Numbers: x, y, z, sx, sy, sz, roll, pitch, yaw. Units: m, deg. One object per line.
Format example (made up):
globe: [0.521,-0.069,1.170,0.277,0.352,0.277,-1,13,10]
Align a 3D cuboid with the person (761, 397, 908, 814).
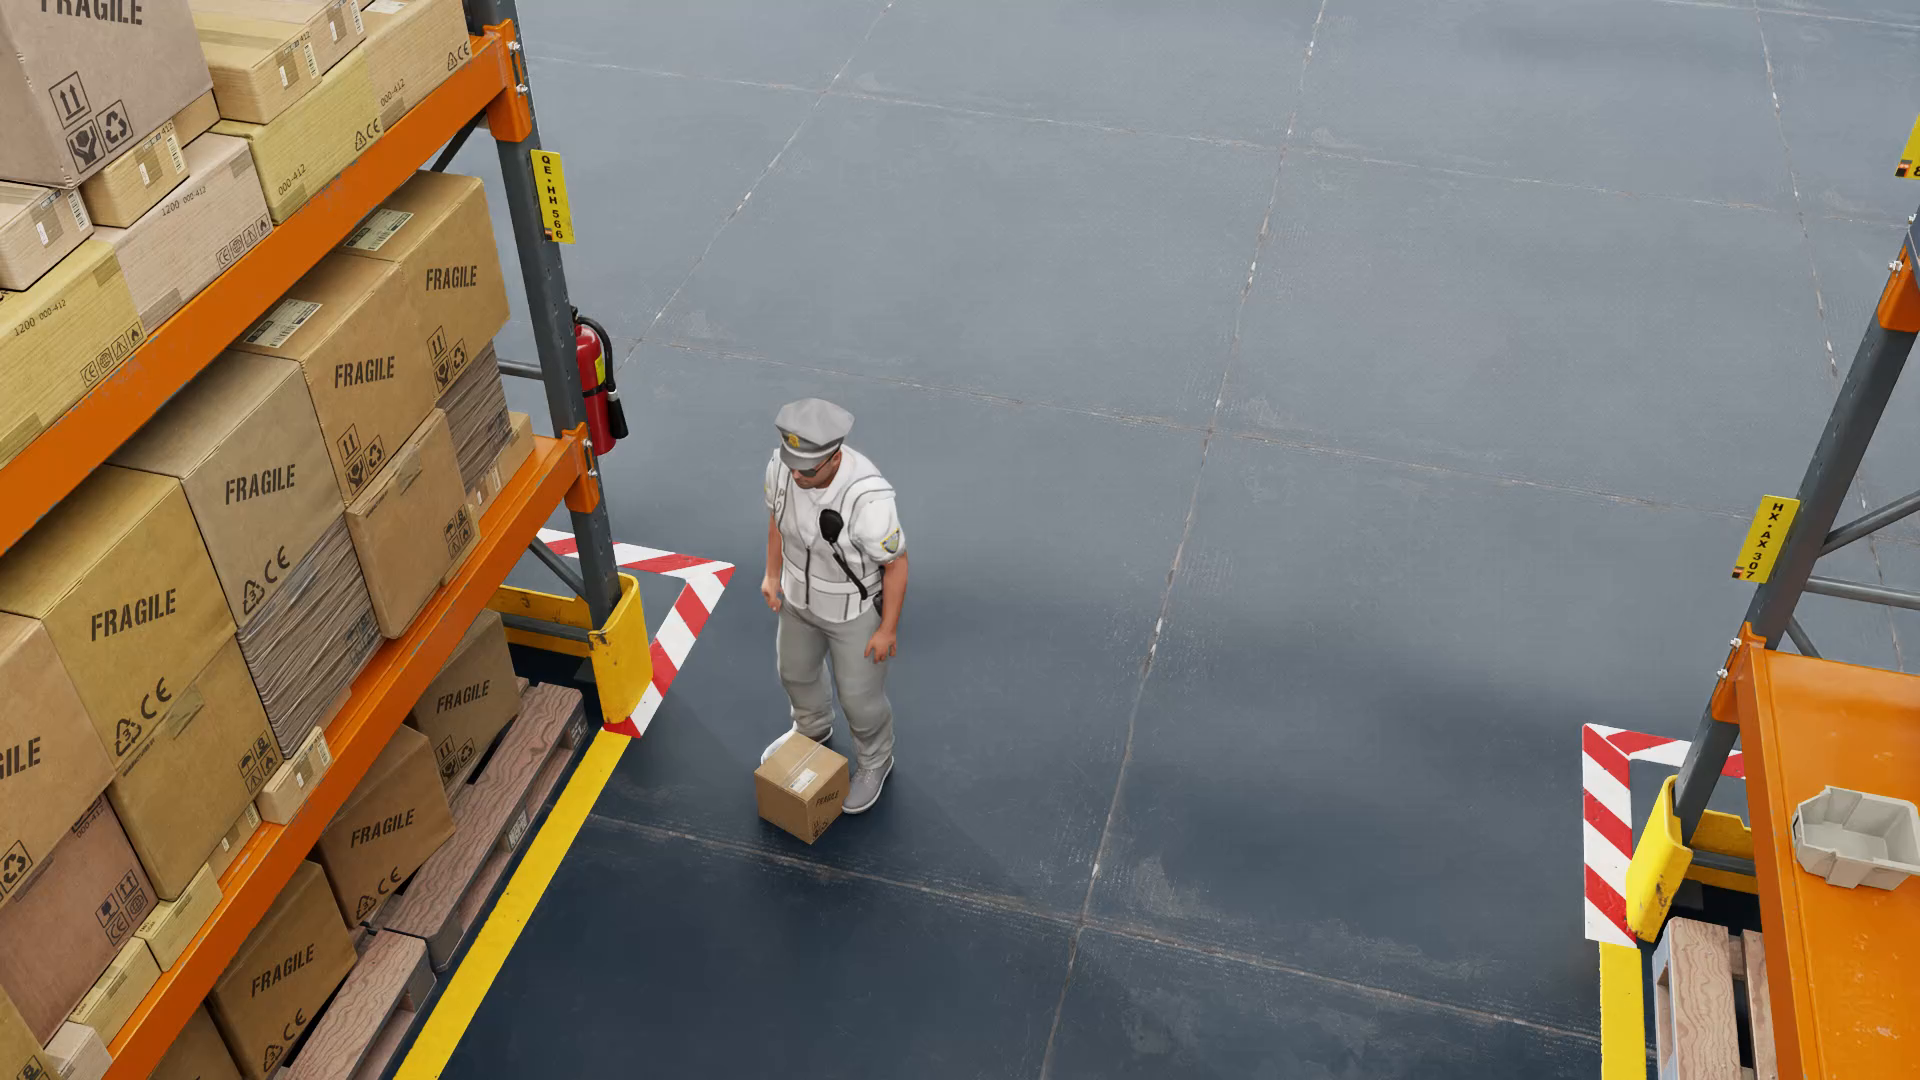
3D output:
person: [-0.443,0.205,5.914,0.584,1.747,0.438,24,46,25]
